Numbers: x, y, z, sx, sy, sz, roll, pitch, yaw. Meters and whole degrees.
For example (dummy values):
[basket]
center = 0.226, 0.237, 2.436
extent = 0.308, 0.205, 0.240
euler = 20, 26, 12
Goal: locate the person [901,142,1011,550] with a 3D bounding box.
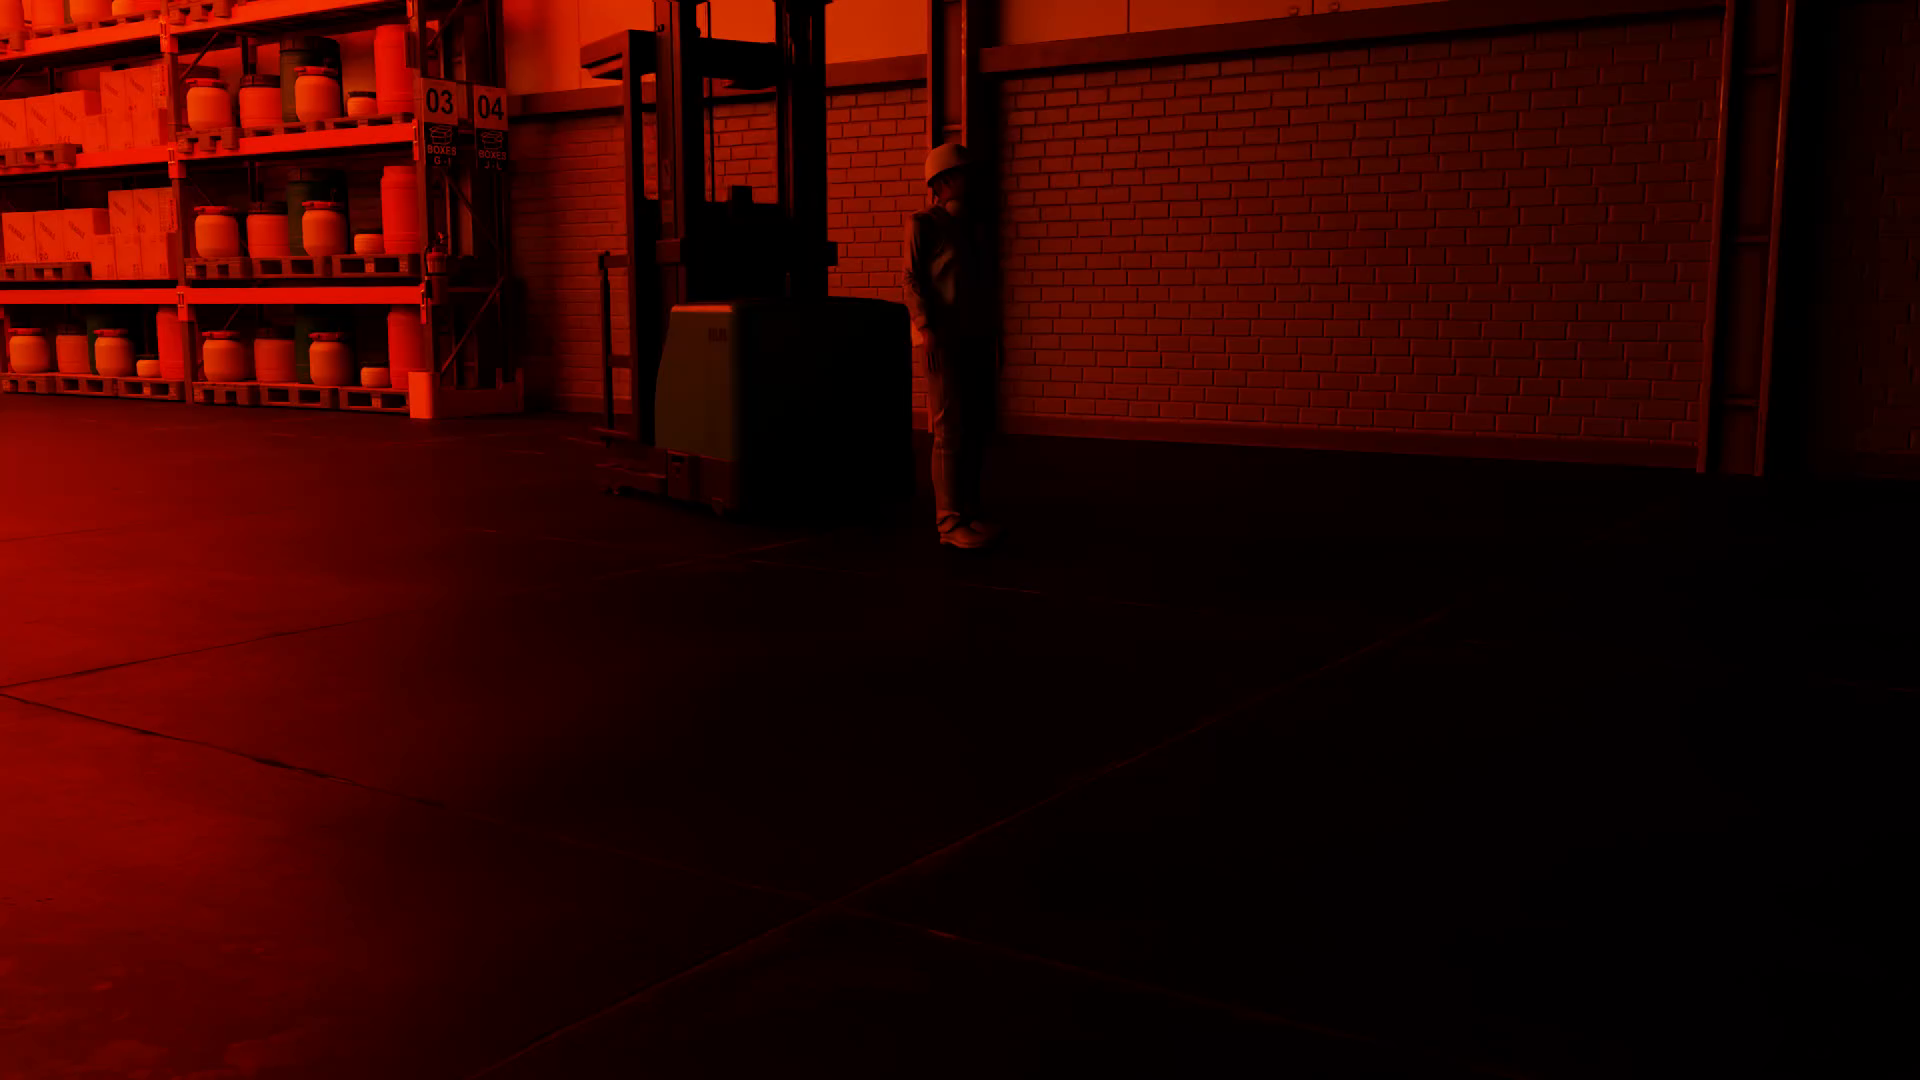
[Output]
[person]
center = 0.048, -0.880, 7.437
extent = 0.566, 1.775, 0.633
euler = 5, 10, 34

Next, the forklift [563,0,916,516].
[forklift]
center = -1.447, -1.735, 9.397
extent = 1.130, 2.935, 3.031
euler = -5, 10, -32
